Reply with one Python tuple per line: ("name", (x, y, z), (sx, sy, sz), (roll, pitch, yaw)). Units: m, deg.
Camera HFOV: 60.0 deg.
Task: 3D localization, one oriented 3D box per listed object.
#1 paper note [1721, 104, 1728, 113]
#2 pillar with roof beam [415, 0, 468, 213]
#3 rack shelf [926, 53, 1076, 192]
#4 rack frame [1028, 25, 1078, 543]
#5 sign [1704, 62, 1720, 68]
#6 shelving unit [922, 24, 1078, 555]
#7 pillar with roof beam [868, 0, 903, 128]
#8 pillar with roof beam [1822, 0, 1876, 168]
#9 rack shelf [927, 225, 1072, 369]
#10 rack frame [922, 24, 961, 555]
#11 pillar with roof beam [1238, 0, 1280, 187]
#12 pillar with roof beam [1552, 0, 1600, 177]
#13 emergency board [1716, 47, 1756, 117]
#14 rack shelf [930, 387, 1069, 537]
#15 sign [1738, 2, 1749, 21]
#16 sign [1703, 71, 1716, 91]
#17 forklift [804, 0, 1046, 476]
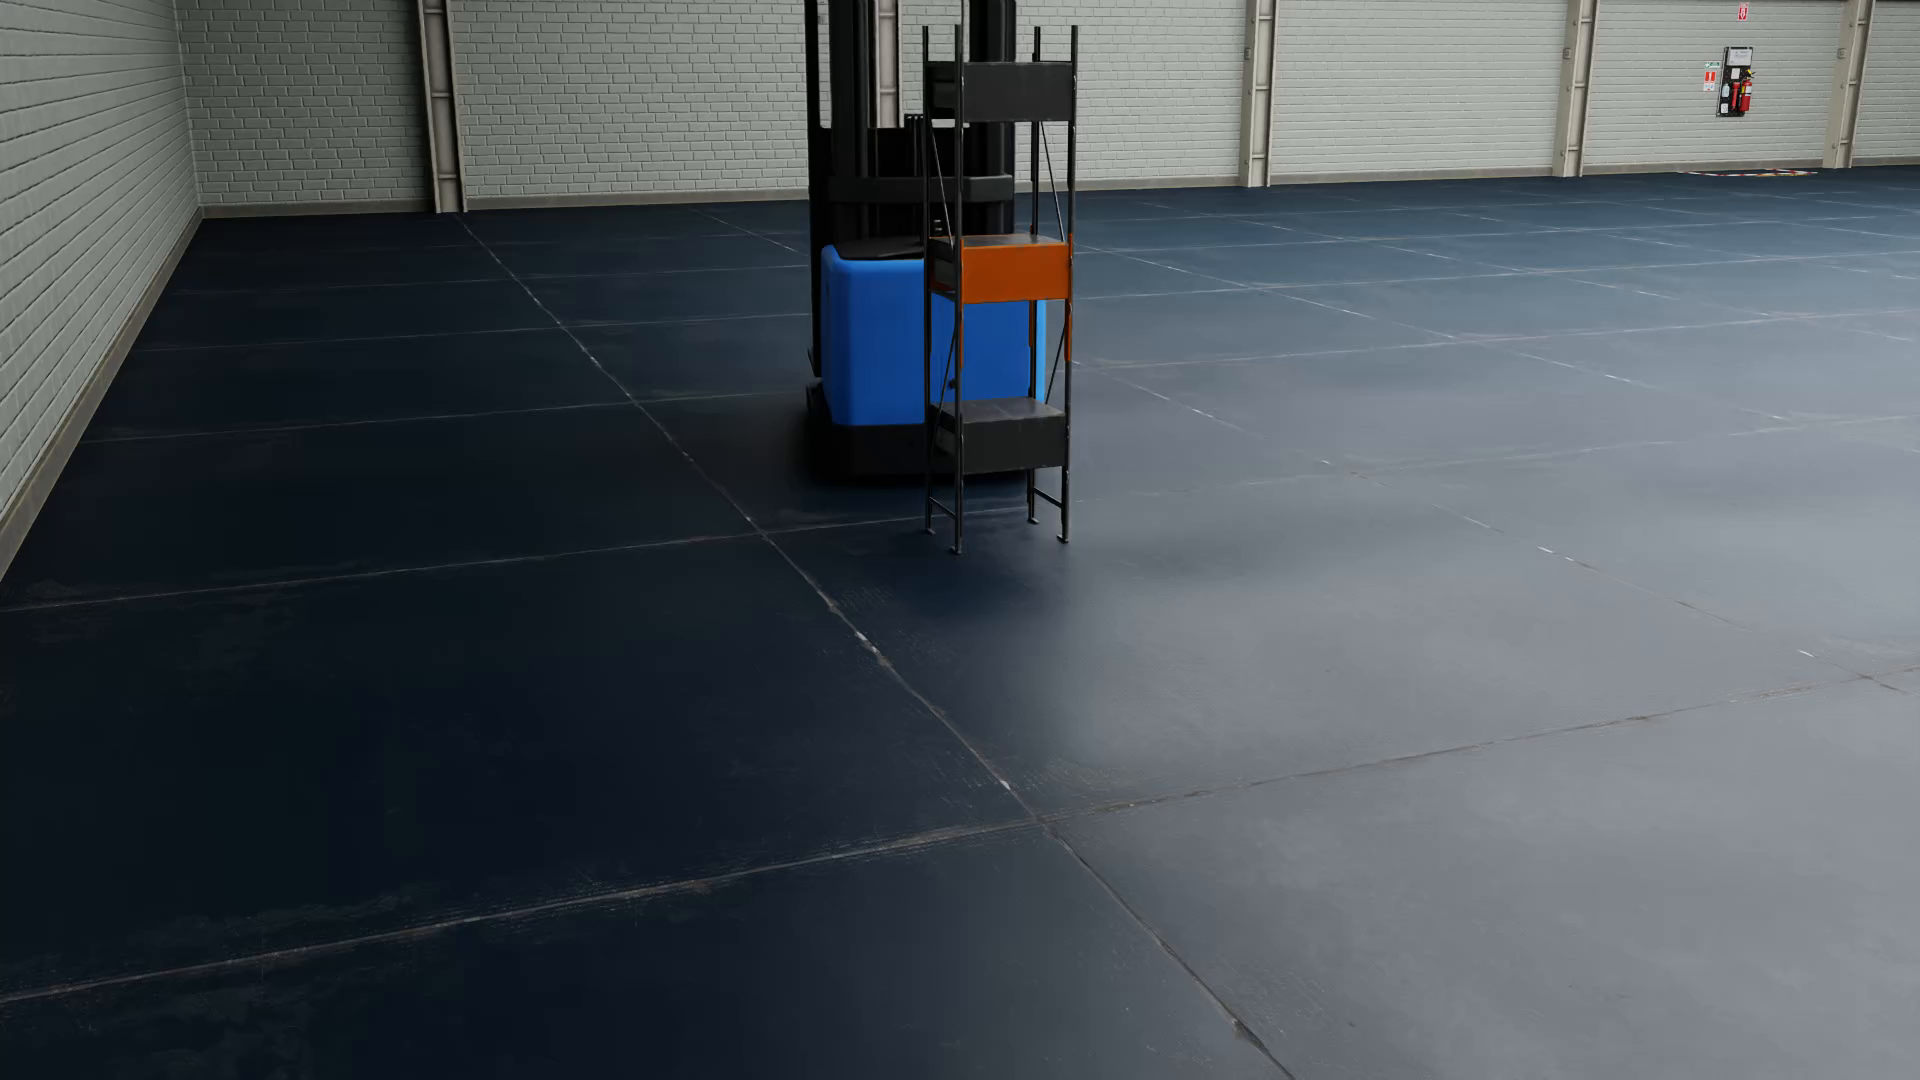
("paper note", (13.256, -7.484, 28.823), (0.142, 0.148, 0.016), (-6, 17, -20))
("pillar with roof beam", (-5.103, -7.471, 16.570), (0.400, 9.000, 9.100), (-6, 17, -20))
("rack shelf", (0.155, -1.683, 6.666), (0.480, 0.518, 0.431), (-6, 17, -20))
("rack frame", (0.382, -1.049, 6.943), (0.015, 2.100, 0.400), (-6, 17, -20))
("sign", (12.900, -8.147, 28.514), (0.331, 0.109, 0.001), (-6, 17, -20))
("shelving unit", (0.155, -1.024, 6.859), (0.503, 2.100, 0.431), (-6, 17, -20))
("pillar with roof beam", (0.499, -8.076, 18.630), (0.400, 9.000, 9.100), (-6, 17, -20))
("pillar with roof beam", (17.308, -9.891, 24.809), (0.400, 9.000, 9.100), (-6, 17, -20))
("rack shelf", (0.155, -1.011, 6.863), (0.480, 0.518, 0.431), (-6, 17, -20))
("rack frame", (-0.073, -1.000, 6.775), (0.015, 2.100, 0.400), (-6, 17, -20))
("pillar with roof beam", (6.102, -8.681, 20.689), (0.400, 9.000, 9.100), (-6, 17, -20))
("pillar with roof beam", (11.705, -9.286, 22.749), (0.400, 9.000, 9.100), (-6, 17, -20))
("emergency board", (13.446, -7.906, 28.698), (0.643, 1.169, 0.194), (-6, 17, -20))
("rack shelf", (0.155, -0.339, 7.060), (0.480, 0.518, 0.431), (-6, 17, -20))
("sign", (13.403, -9.044, 28.457), (0.199, 0.298, 0.001), (-6, 17, -20))
("sign", (12.893, -7.895, 28.595), (0.234, 0.329, 0.001), (-6, 17, -20))
("forklift", (-0.287, -2.079, 8.977), (1.130, 2.935, 3.031), (-2, 17, -7))
